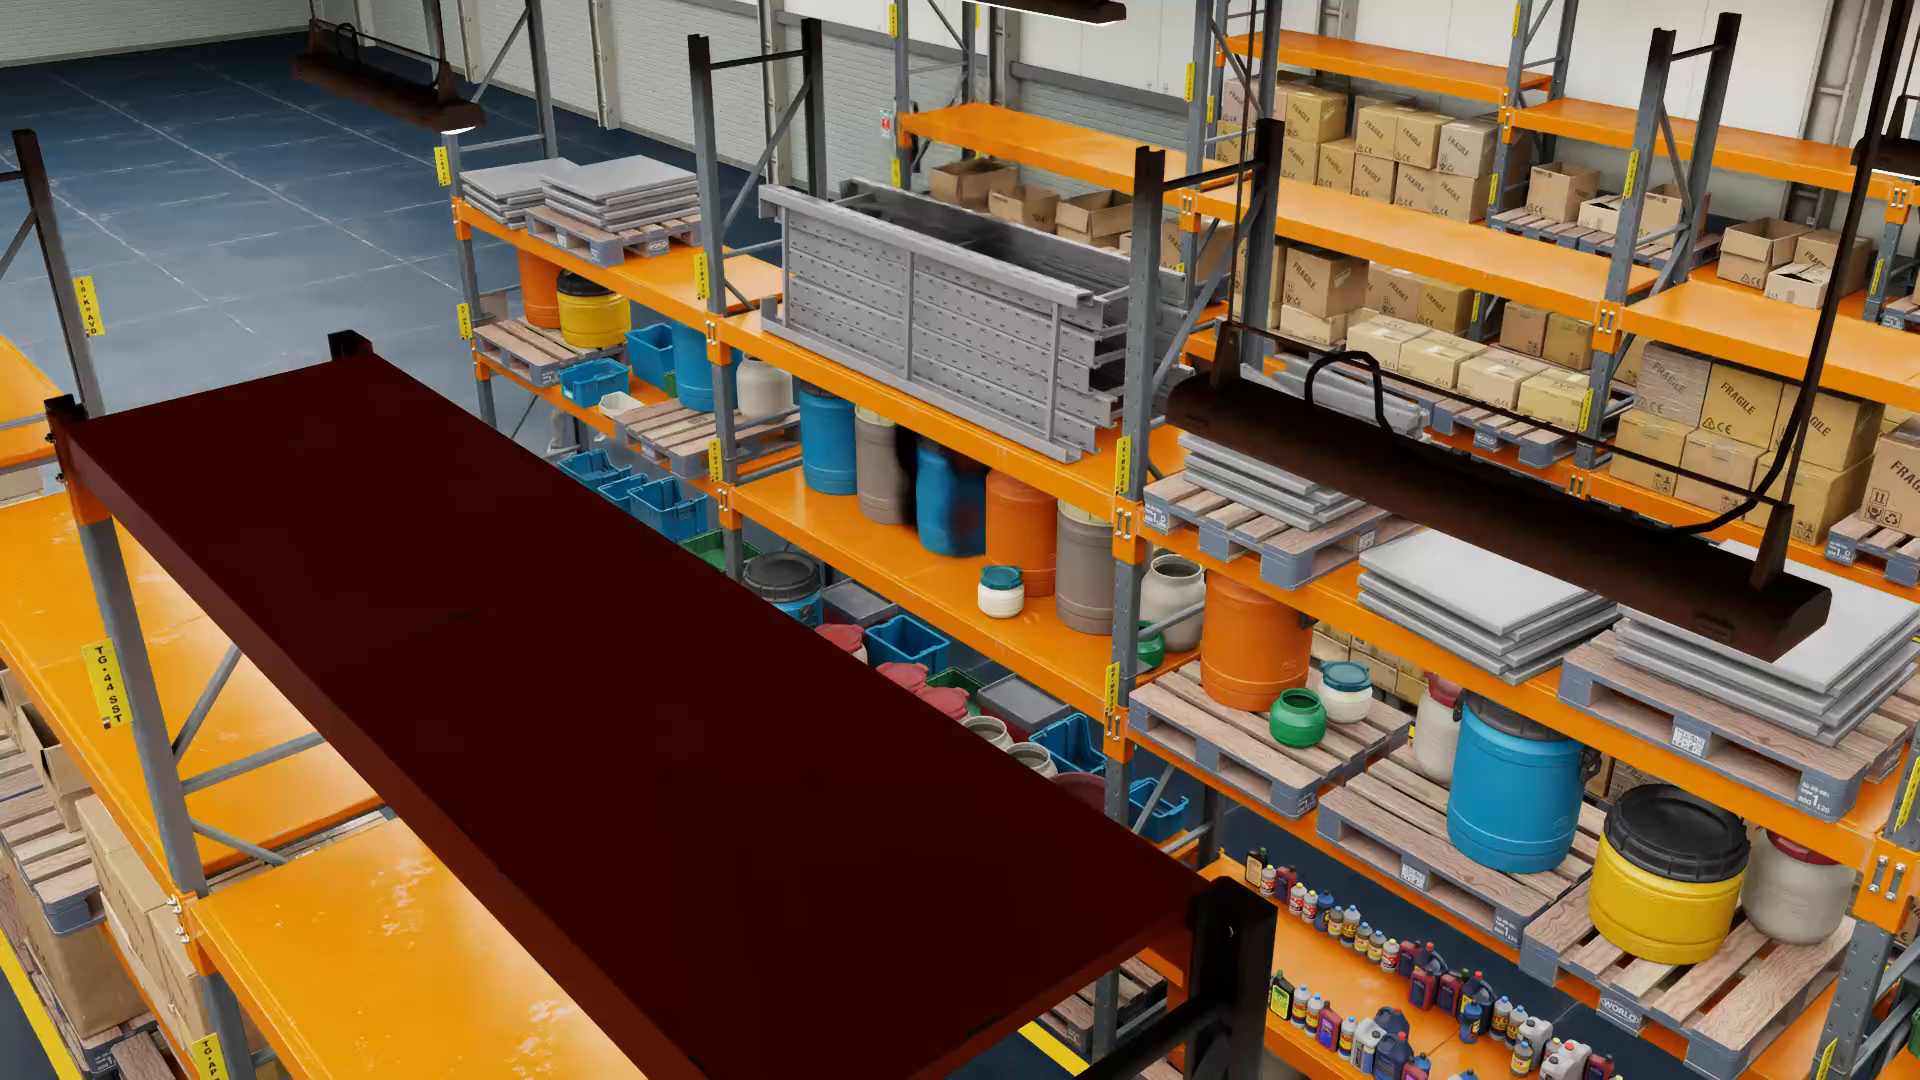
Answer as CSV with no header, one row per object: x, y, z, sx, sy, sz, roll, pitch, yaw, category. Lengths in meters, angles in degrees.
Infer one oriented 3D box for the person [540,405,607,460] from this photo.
-4.491,-1.714,19.203,0.884,1.592,0.553,-7,28,-13,person
